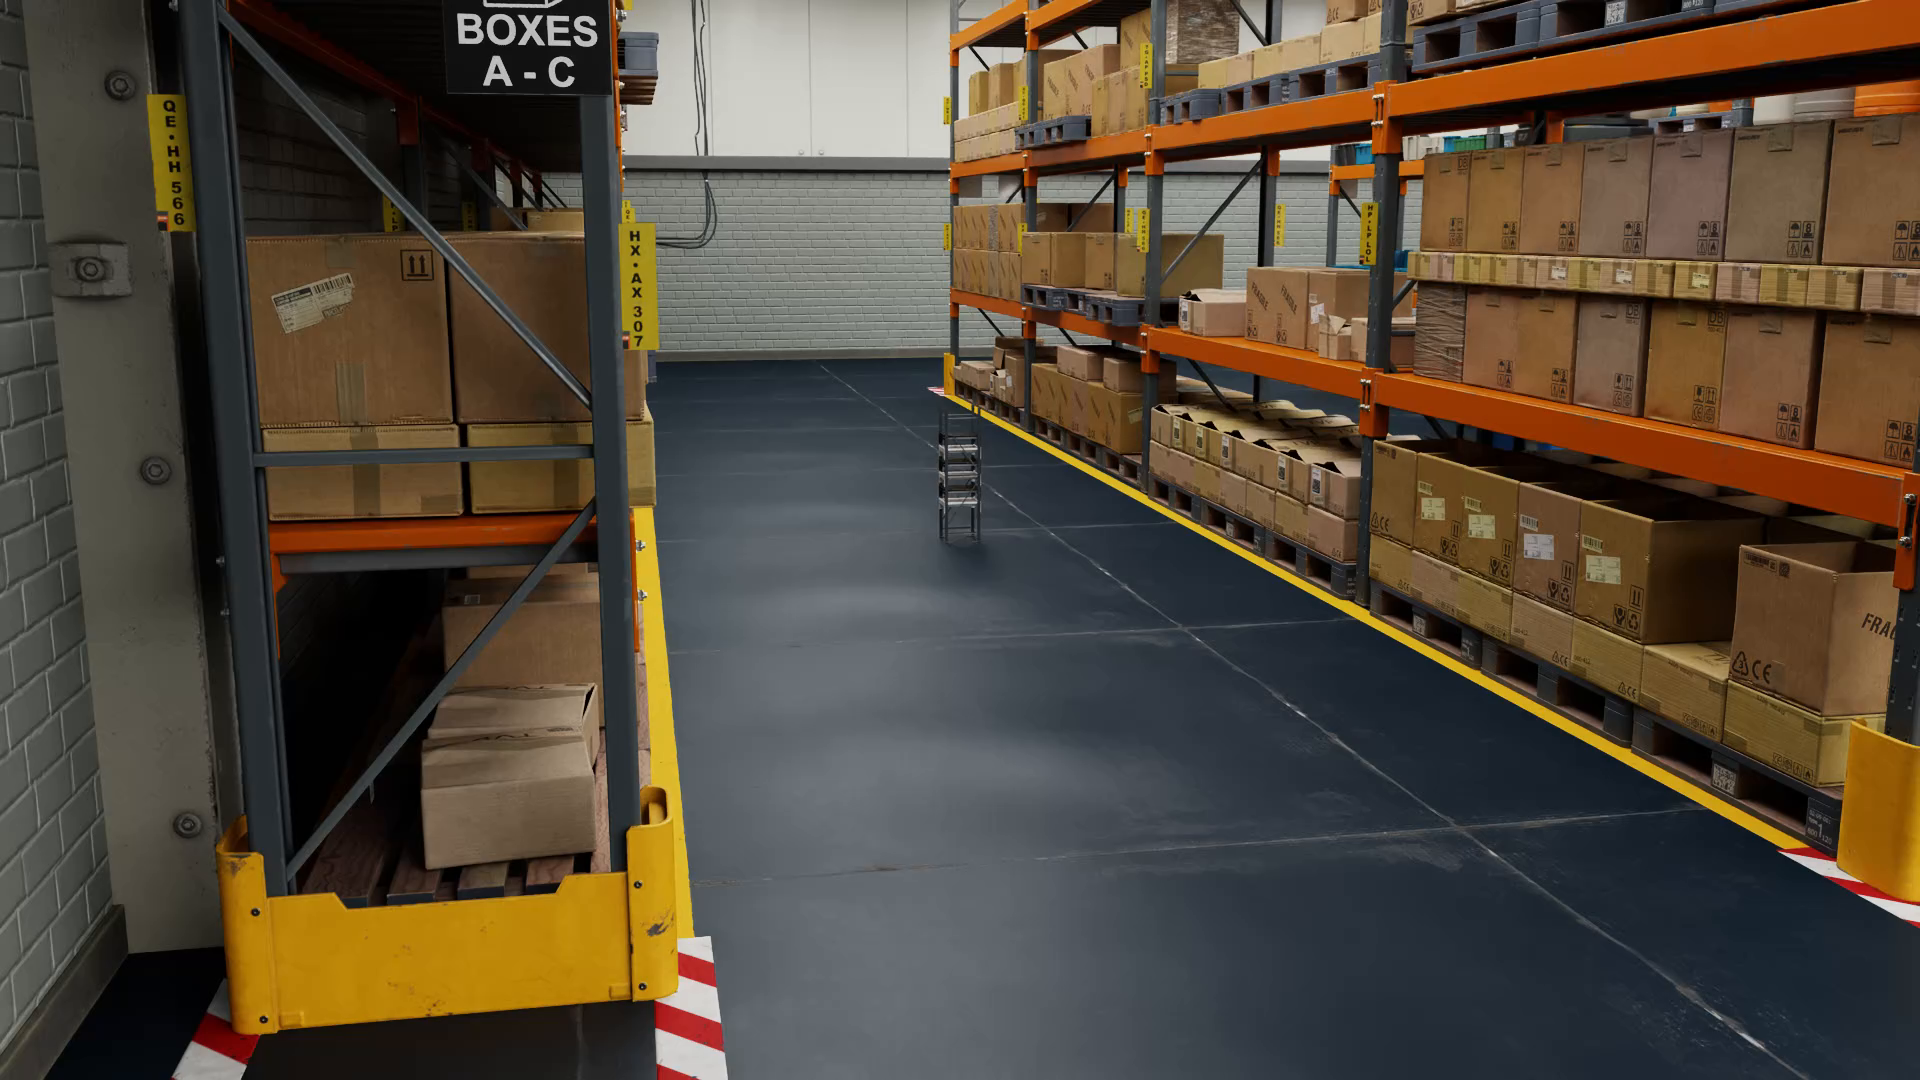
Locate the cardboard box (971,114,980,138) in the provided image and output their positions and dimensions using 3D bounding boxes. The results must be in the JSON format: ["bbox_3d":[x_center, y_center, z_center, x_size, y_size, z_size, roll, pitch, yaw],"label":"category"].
[{"bbox_3d":[0.418,-4.684,18.826,0.500,0.250,0.500,-2,11,-11],"label":"cardboard box"}]

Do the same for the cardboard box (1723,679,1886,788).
[{"bbox_3d":[3.098,0.666,5.908,0.500,0.250,0.500,-2,11,-11],"label":"cardboard box"}]

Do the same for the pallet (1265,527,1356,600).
[{"bbox_3d":[2.532,0.111,10.047,1.003,0.211,1.213,-2,11,-11],"label":"pallet"}]

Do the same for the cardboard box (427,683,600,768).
[{"bbox_3d":[-1.524,0.660,5.723,0.500,0.311,0.500,-1,11,-6],"label":"cardboard box"}]

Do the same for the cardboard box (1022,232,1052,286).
[{"bbox_3d":[1.031,-2.753,16.245,0.700,0.500,0.500,-6,12,-30],"label":"cardboard box"}]

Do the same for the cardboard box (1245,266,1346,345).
[{"bbox_3d":[2.278,-1.600,11.315,0.500,0.500,0.500,-3,11,-14],"label":"cardboard box"}]

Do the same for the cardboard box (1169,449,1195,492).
[{"bbox_3d":[1.848,-0.515,12.111,0.500,0.250,0.500,-2,11,-13],"label":"cardboard box"}]

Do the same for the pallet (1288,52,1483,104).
[{"bbox_3d":[2.530,-2.666,9.669,0.805,0.209,1.217,-3,11,-13],"label":"pallet"}]

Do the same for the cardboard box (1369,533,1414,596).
[{"bbox_3d":[2.507,0.116,8.797,0.500,0.250,0.500,-2,11,-11],"label":"cardboard box"}]

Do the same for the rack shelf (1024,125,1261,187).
[{"bbox_3d":[1.547,-3.345,14.653,1.077,0.370,4.000,-2,11,-11],"label":"rack shelf"}]

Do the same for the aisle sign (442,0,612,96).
[{"bbox_3d":[-1.058,-1.485,4.025,0.394,0.787,0.004,-2,11,-11],"label":"aisle sign"}]

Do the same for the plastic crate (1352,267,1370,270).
[{"bbox_3d":[5.093,-3.274,20.665,0.416,0.233,0.300,-2,11,-11],"label":"plastic crate"}]

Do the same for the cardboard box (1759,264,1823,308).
[{"bbox_3d":[3.128,-0.917,5.990,0.380,0.149,0.250,-2,11,-12],"label":"cardboard box"}]

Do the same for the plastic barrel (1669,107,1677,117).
[{"bbox_3d":[6.499,-4.390,15.754,0.600,0.901,0.708,-2,11,-11],"label":"plastic barrel"}]

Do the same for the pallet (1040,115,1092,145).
[{"bbox_3d":[1.421,-3.661,14.889,1.213,0.211,1.003,-2,11,-11],"label":"pallet"}]

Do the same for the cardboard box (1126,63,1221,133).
[{"bbox_3d":[1.818,-3.460,13.063,0.910,0.500,0.500,-2,11,-11],"label":"cardboard box"}]

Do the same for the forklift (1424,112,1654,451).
[{"bbox_3d":[4.609,-1.873,13.199,1.130,2.935,3.031,-1,11,-4],"label":"forklift"}]

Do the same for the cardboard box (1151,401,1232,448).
[{"bbox_3d":[1.750,-0.883,12.543,0.500,0.311,0.500,-2,11,-9],"label":"cardboard box"}]

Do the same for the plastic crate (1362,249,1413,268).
[{"bbox_3d":[5.488,-3.497,21.294,0.616,0.435,0.499,-2,11,-11],"label":"plastic crate"}]

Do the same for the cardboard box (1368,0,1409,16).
[{"bbox_3d":[2.633,-3.214,9.310,0.500,0.500,0.500,-2,11,-10],"label":"cardboard box"}]

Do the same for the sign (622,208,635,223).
[{"bbox_3d":[-2.392,-2.229,12.000,0.100,0.325,0.005,-2,11,-11],"label":"sign"}]

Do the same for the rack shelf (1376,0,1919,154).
[{"bbox_3d":[3.103,-1.878,6.944,1.077,0.370,4.000,-2,11,-11],"label":"rack shelf"}]

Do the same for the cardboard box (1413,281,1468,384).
[{"bbox_3d":[2.806,-1.093,8.648,0.700,0.500,0.500,-2,11,-12],"label":"cardboard box"}]

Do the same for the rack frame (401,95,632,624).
[{"bbox_3d":[-2.145,-0.944,8.134,1.000,3.000,0.127,-2,11,-11],"label":"rack frame"}]

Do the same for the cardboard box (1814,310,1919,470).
[{"bbox_3d":[3.414,-0.526,5.673,0.700,0.500,0.500,-2,11,-11],"label":"cardboard box"}]

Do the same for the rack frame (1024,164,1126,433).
[{"bbox_3d":[1.158,-2.592,16.793,1.000,3.000,0.127,-2,11,-11],"label":"rack frame"}]

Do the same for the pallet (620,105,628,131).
[{"bbox_3d":[-3.100,-3.175,12.336,1.213,0.211,1.003,-2,11,-8],"label":"pallet"}]

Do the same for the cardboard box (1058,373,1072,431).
[{"bbox_3d":[1.217,-1.293,15.478,0.500,0.500,0.500,-2,11,-10],"label":"cardboard box"}]

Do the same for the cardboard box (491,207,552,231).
[{"bbox_3d":[-3.265,-2.325,12.267,0.500,0.250,0.500,-2,11,-9],"label":"cardboard box"}]

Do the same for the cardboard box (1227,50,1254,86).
[{"bbox_3d":[2.199,-3.288,11.705,0.500,0.250,0.500,-2,11,-9],"label":"cardboard box"}]

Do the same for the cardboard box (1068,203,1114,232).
[{"bbox_3d":[1.342,-3.229,17.198,0.500,0.500,0.500,-2,11,-10],"label":"cardboard box"}]

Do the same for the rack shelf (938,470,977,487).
[{"bbox_3d":[-0.002,-0.411,11.126,0.258,0.077,0.200,-2,11,-11],"label":"rack shelf"}]

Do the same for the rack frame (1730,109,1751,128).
[{"bbox_3d":[6.795,-2.038,13.881,1.000,3.000,0.127,-2,11,-11],"label":"rack frame"}]

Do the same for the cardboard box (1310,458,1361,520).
[{"bbox_3d":[2.354,-0.320,9.585,0.500,0.311,0.500,-2,11,-11],"label":"cardboard box"}]

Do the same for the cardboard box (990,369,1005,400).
[{"bbox_3d":[0.623,-1.719,18.221,0.500,0.311,0.500,-2,11,-11],"label":"cardboard box"}]

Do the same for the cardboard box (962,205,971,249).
[{"bbox_3d":[0.317,-3.679,19.564,0.500,0.500,0.500,-2,11,-10],"label":"cardboard box"}]

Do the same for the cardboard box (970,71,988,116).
[{"bbox_3d":[0.510,-5.151,19.274,0.700,0.500,0.500,-2,11,-11],"label":"cardboard box"}]

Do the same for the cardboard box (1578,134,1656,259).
[{"bbox_3d":[3.099,-1.454,7.076,0.700,0.500,0.500,-2,11,-11],"label":"cardboard box"}]

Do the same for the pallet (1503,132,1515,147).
[{"bbox_3d":[6.266,-4.012,16.736,1.213,0.211,1.003,-2,11,-11],"label":"pallet"}]

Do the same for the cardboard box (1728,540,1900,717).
[{"bbox_3d":[3.096,0.297,5.837,0.500,0.500,0.500,-2,11,-11],"label":"cardboard box"}]

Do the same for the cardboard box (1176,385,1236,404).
[{"bbox_3d":[2.020,-1.036,14.128,0.500,0.500,0.500,-3,11,-13],"label":"cardboard box"}]

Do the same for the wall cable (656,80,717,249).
[{"bbox_3d":[-5.228,-5.617,24.945,3.097,2.526,0.112,-2,11,-11],"label":"wall cable"}]

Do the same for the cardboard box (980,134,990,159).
[{"bbox_3d":[0.517,-4.347,18.391,0.500,0.250,0.500,-2,11,-11],"label":"cardboard box"}]

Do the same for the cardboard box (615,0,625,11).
[{"bbox_3d":[-1.361,-2.008,5.382,0.500,0.500,0.500,-2,11,-8],"label":"cardboard box"}]

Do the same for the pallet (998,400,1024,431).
[{"bbox_3d":[1.025,-1.348,17.716,1.003,0.211,1.213,-2,11,-11],"label":"pallet"}]

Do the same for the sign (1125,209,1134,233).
[{"bbox_3d":[1.702,-3.182,16.794,0.100,0.325,0.005,-2,11,-11],"label":"sign"}]

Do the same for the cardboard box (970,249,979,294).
[{"bbox_3d":[0.408,-3.097,19.180,0.500,0.500,0.500,-2,11,-11],"label":"cardboard box"}]

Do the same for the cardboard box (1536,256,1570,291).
[{"bbox_3d":[2.831,-1.200,7.477,0.380,0.149,0.250,-2,11,-13],"label":"cardboard box"}]

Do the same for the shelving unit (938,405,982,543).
[{"bbox_3d":[-0.002,-0.444,11.120,0.258,0.900,0.210,-2,11,-11],"label":"shelving unit"}]

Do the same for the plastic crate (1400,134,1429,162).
[{"bbox_3d":[5.267,-4.658,19.791,0.504,0.338,0.767,-2,11,-11],"label":"plastic crate"}]

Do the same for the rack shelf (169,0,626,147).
[{"bbox_3d":[-1.756,-1.697,5.994,1.077,0.370,4.000,-2,11,-11],"label":"rack shelf"}]

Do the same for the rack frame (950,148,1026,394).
[{"bbox_3d":[0.380,-3.326,20.647,1.000,3.000,0.127,-2,11,-11],"label":"rack frame"}]
